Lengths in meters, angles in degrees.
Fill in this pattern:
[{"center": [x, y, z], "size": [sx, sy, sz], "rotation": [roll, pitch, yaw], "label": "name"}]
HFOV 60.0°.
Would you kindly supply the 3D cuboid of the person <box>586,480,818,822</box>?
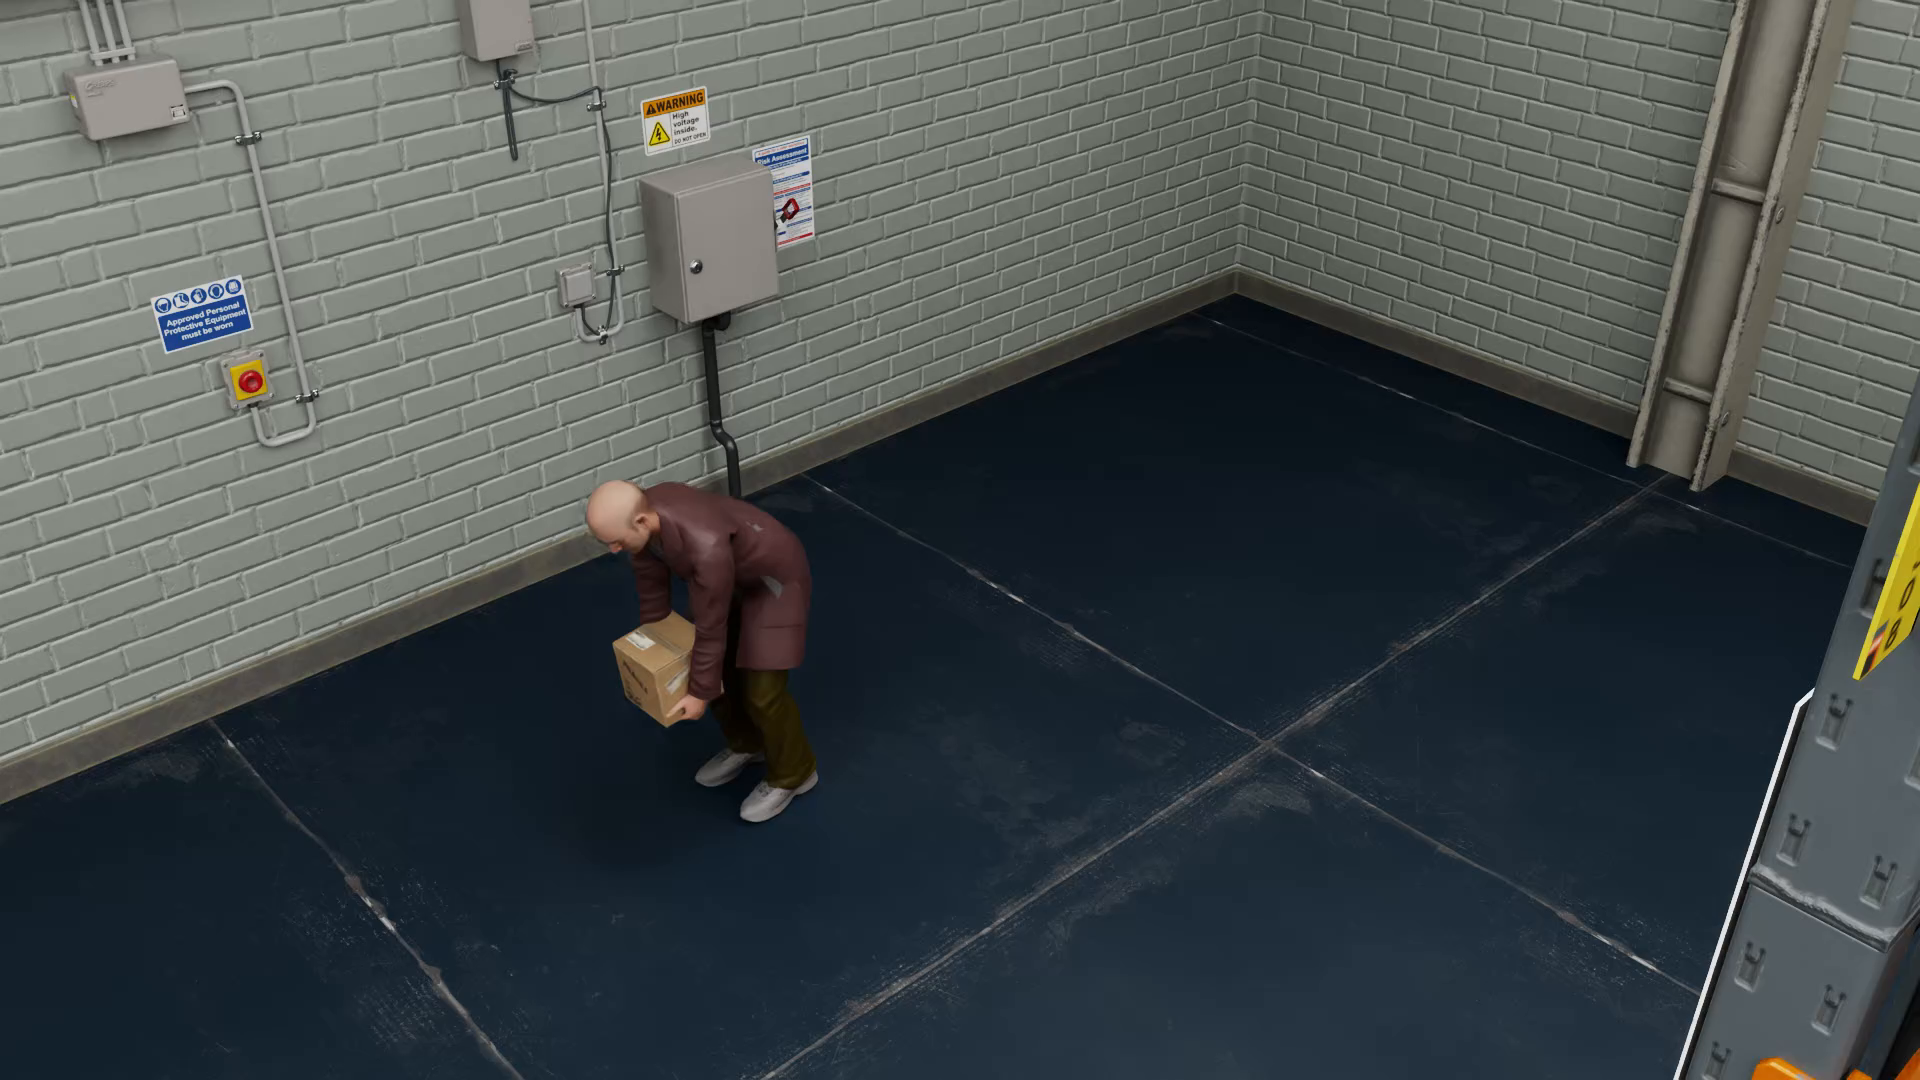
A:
[{"center": [-0.891, 0.348, 5.842], "size": [0.815, 1.507, 0.549], "rotation": [-27, 40, -36], "label": "person"}]
